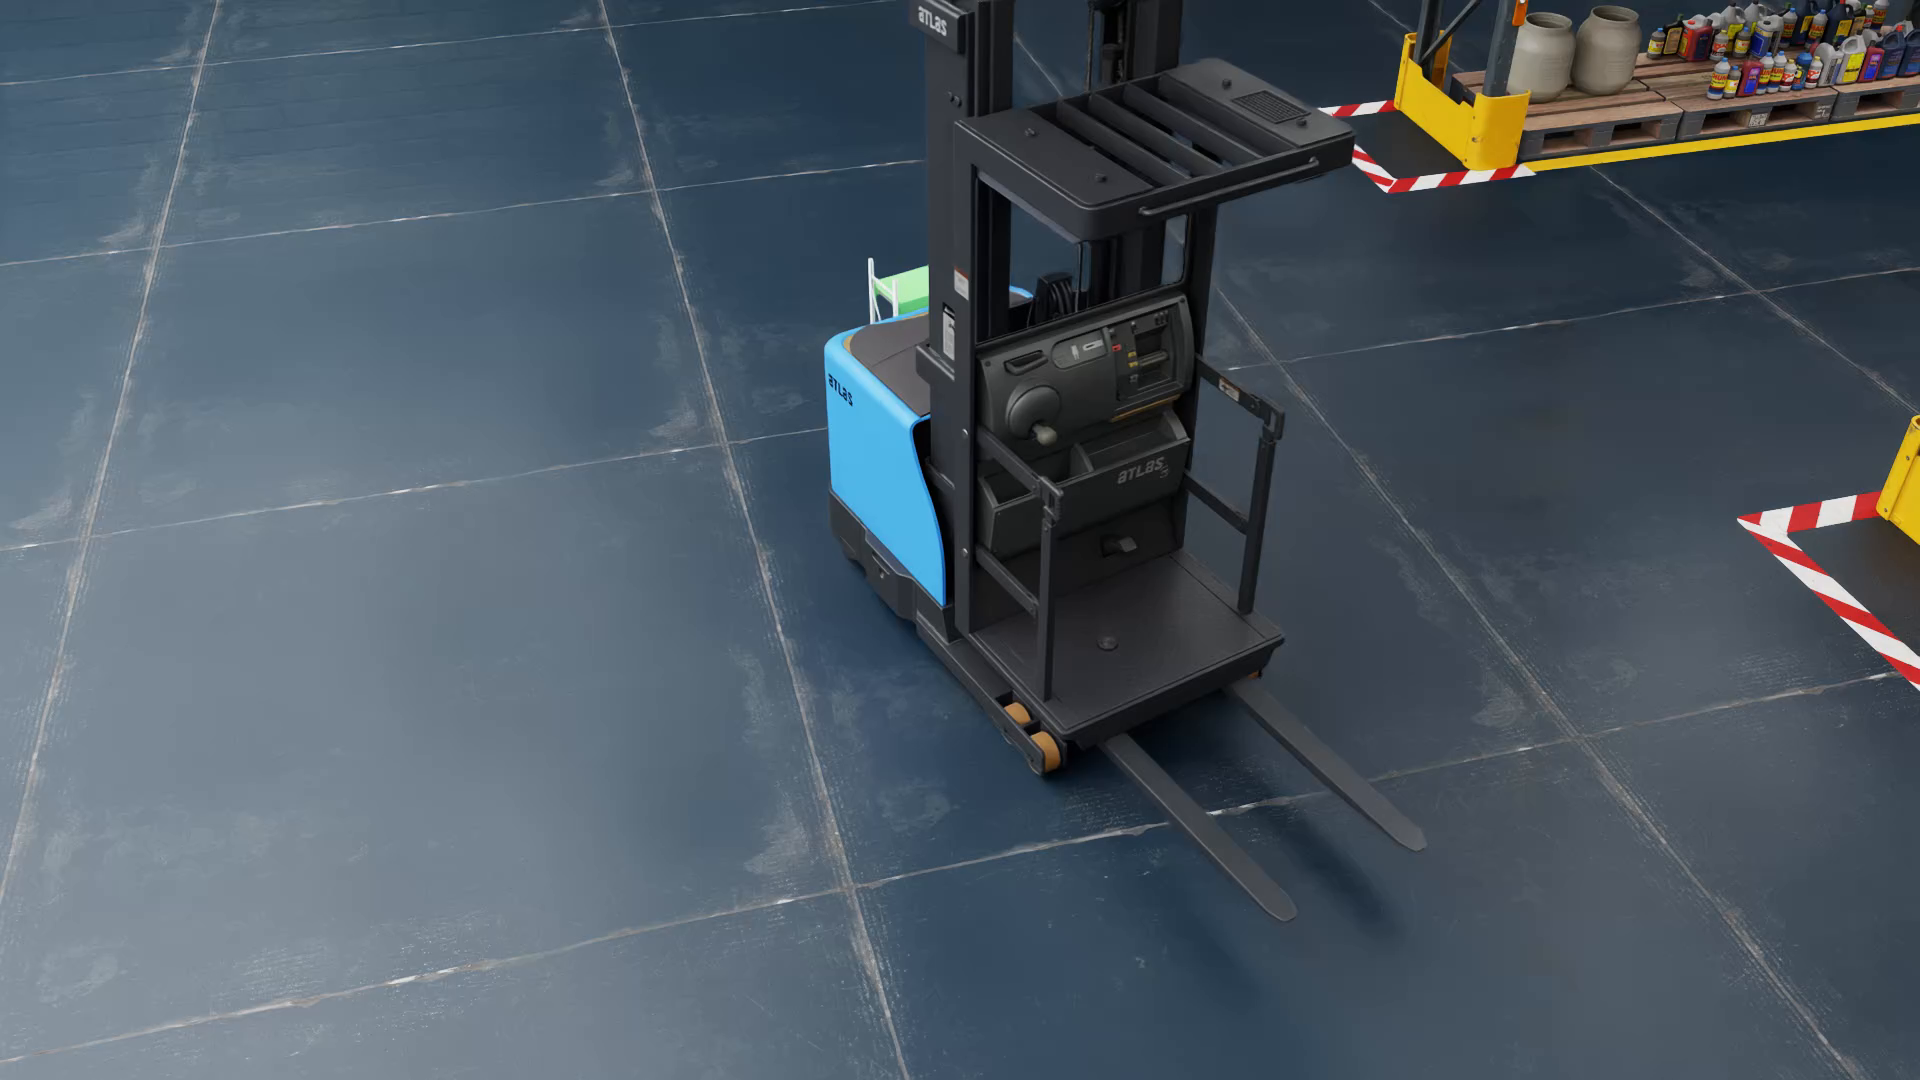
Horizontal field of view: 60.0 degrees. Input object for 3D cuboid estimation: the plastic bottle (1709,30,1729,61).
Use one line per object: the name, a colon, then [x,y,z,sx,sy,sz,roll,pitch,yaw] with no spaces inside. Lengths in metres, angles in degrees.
plastic bottle: [5.404,-3.522,11.826,0.097,0.201,0.097,0,37,0]

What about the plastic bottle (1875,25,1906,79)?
plastic bottle: [6.440,-3.389,11.530,0.185,0.351,0.144,-11,39,-14]

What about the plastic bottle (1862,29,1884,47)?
plastic bottle: [6.377,-3.443,11.661,0.135,0.276,0.152,-9,38,-12]

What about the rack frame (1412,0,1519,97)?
rack frame: [3.311,-3.935,10.425,0.127,3.000,1.000,-9,38,-12]

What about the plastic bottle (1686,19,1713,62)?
plastic bottle: [5.248,-3.540,11.783,0.133,0.283,0.061,-9,38,-12]

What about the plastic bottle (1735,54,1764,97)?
plastic bottle: [5.365,-3.160,11.286,0.133,0.283,0.061,-9,38,-11]

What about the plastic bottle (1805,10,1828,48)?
plastic bottle: [6.176,-3.681,11.977,0.097,0.271,0.097,0,37,0]

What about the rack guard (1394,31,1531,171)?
rack guard: [3.372,-2.981,11.236,0.348,0.500,1.175,-9,38,-12]

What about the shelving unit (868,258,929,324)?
shelving unit: [-0.132,-0.795,7.802,0.503,1.200,0.258,-20,42,-25]

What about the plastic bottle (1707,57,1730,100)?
plastic bottle: [5.142,-3.130,11.257,0.097,0.271,0.097,0,37,0]

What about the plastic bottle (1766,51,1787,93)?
plastic bottle: [5.570,-3.200,11.348,0.097,0.271,0.097,0,37,0]

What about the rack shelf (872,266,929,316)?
rack shelf: [-0.132,-1.126,7.549,0.480,0.148,0.258,-20,42,-25]

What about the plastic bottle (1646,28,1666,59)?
plastic bottle: [4.969,-3.546,11.858,0.097,0.201,0.097,0,37,0]

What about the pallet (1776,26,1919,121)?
pallet: [6.513,-3.379,11.993,1.213,0.211,1.003,-9,38,-12]

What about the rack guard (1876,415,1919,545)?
rack guard: [4.675,-0.049,7.402,0.348,0.500,1.175,-9,38,-12]

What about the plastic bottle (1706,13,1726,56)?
plastic bottle: [5.354,-3.621,11.895,0.135,0.276,0.152,-10,39,-13]

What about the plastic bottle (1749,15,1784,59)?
plastic bottle: [5.755,-3.597,11.862,0.135,0.276,0.152,-9,38,-12]

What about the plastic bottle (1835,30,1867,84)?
plastic bottle: [6.129,-3.338,11.463,0.185,0.351,0.144,-10,38,-12]

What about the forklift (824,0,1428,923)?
forklift: [0.601,-0.570,6.083,1.130,2.935,3.031,-20,42,-25]

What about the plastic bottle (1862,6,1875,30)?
plastic bottle: [6.652,-3.822,12.219,0.097,0.201,0.097,0,37,0]

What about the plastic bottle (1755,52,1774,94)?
plastic bottle: [5.473,-3.184,11.328,0.097,0.271,0.097,0,37,0]

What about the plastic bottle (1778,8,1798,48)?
plastic bottle: [5.970,-3.700,12.001,0.097,0.271,0.097,0,37,0]

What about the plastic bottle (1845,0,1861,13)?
plastic bottle: [6.445,-3.801,12.129,0.135,0.276,0.152,-8,38,-10]

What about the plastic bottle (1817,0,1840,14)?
plastic bottle: [6.285,-3.806,12.075,0.185,0.351,0.144,-8,38,-11]

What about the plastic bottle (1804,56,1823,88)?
plastic bottle: [5.864,-3.221,11.433,0.097,0.201,0.097,0,37,0]

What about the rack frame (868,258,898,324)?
rack frame: [-0.340,-0.718,7.700,0.015,1.200,0.240,-20,42,-25]

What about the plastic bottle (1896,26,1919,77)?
plastic bottle: [6.626,-3.420,11.570,0.185,0.351,0.144,-10,39,-13]

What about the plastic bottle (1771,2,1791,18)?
plastic bottle: [5.932,-3.748,12.054,0.133,0.283,0.061,-8,38,-10]

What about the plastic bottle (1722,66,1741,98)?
plastic bottle: [5.242,-3.119,11.299,0.097,0.201,0.097,0,37,0]

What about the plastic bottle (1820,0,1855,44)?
plastic bottle: [6.322,-3.722,11.965,0.185,0.351,0.144,-9,38,-12]

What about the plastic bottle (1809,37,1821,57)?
plastic bottle: [5.942,-3.350,11.535,0.133,0.283,0.061,-9,38,-12]

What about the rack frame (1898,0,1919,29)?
rack frame: [7.172,-4.568,11.253,0.127,3.000,1.000,-9,38,-12]

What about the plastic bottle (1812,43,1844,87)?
plastic bottle: [5.971,-3.285,11.455,0.135,0.276,0.152,-9,38,-11]

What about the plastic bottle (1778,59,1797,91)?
plastic bottle: [5.665,-3.188,11.390,0.097,0.201,0.097,0,37,0]

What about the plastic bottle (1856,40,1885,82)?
plastic bottle: [6.294,-3.312,11.485,0.133,0.283,0.061,-7,38,-9]

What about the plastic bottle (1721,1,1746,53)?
plastic bottle: [5.513,-3.680,11.910,0.185,0.351,0.144,-8,38,-10]

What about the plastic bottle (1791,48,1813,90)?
plastic bottle: [5.765,-3.232,11.390,0.097,0.271,0.097,0,37,0]

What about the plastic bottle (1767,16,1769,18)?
plastic bottle: [5.823,-3.686,12.041,0.097,0.201,0.097,0,37,0]

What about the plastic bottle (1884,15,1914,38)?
plastic bottle: [6.588,-3.504,11.680,0.185,0.351,0.144,-9,38,-12]

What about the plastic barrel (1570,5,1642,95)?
plastic barrel: [4.410,-3.342,11.352,0.421,0.512,0.421,0,37,0]

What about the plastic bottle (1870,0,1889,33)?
plastic bottle: [6.750,-3.866,12.219,0.097,0.271,0.097,0,37,0]

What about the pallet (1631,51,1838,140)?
pallet: [5.333,-3.183,11.738,1.213,0.211,1.003,-9,38,-12]

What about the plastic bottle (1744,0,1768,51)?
plastic bottle: [5.692,-3.709,11.948,0.185,0.351,0.144,-10,38,-12]

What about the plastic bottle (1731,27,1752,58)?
plastic bottle: [5.586,-3.557,11.871,0.097,0.201,0.097,0,37,0]

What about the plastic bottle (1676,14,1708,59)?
plastic bottle: [5.220,-3.599,11.866,0.135,0.276,0.152,-9,38,-12]

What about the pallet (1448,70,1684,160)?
pallet: [4.157,-2.992,11.488,1.213,0.211,1.003,-9,38,-12]

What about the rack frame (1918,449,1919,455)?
rack frame: [4.602,-1.029,6.627,0.127,3.000,1.000,-9,38,-12]

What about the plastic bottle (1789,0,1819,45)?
plastic bottle: [6.103,-3.777,12.036,0.185,0.351,0.144,-11,39,-14]

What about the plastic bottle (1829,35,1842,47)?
plastic bottle: [6.077,-3.368,11.557,0.133,0.283,0.061,-9,38,-12]

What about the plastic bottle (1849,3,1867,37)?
plastic bottle: [6.474,-3.741,12.045,0.133,0.283,0.061,-9,38,-12]

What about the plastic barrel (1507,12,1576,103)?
plastic barrel: [3.926,-3.262,11.248,0.421,0.512,0.421,0,37,0]

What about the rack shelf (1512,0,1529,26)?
rack shelf: [5.241,-3.966,11.057,4.000,0.370,1.077,-9,38,-12]

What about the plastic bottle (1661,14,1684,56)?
plastic bottle: [5.077,-3.608,11.871,0.133,0.283,0.061,-8,38,-11]
